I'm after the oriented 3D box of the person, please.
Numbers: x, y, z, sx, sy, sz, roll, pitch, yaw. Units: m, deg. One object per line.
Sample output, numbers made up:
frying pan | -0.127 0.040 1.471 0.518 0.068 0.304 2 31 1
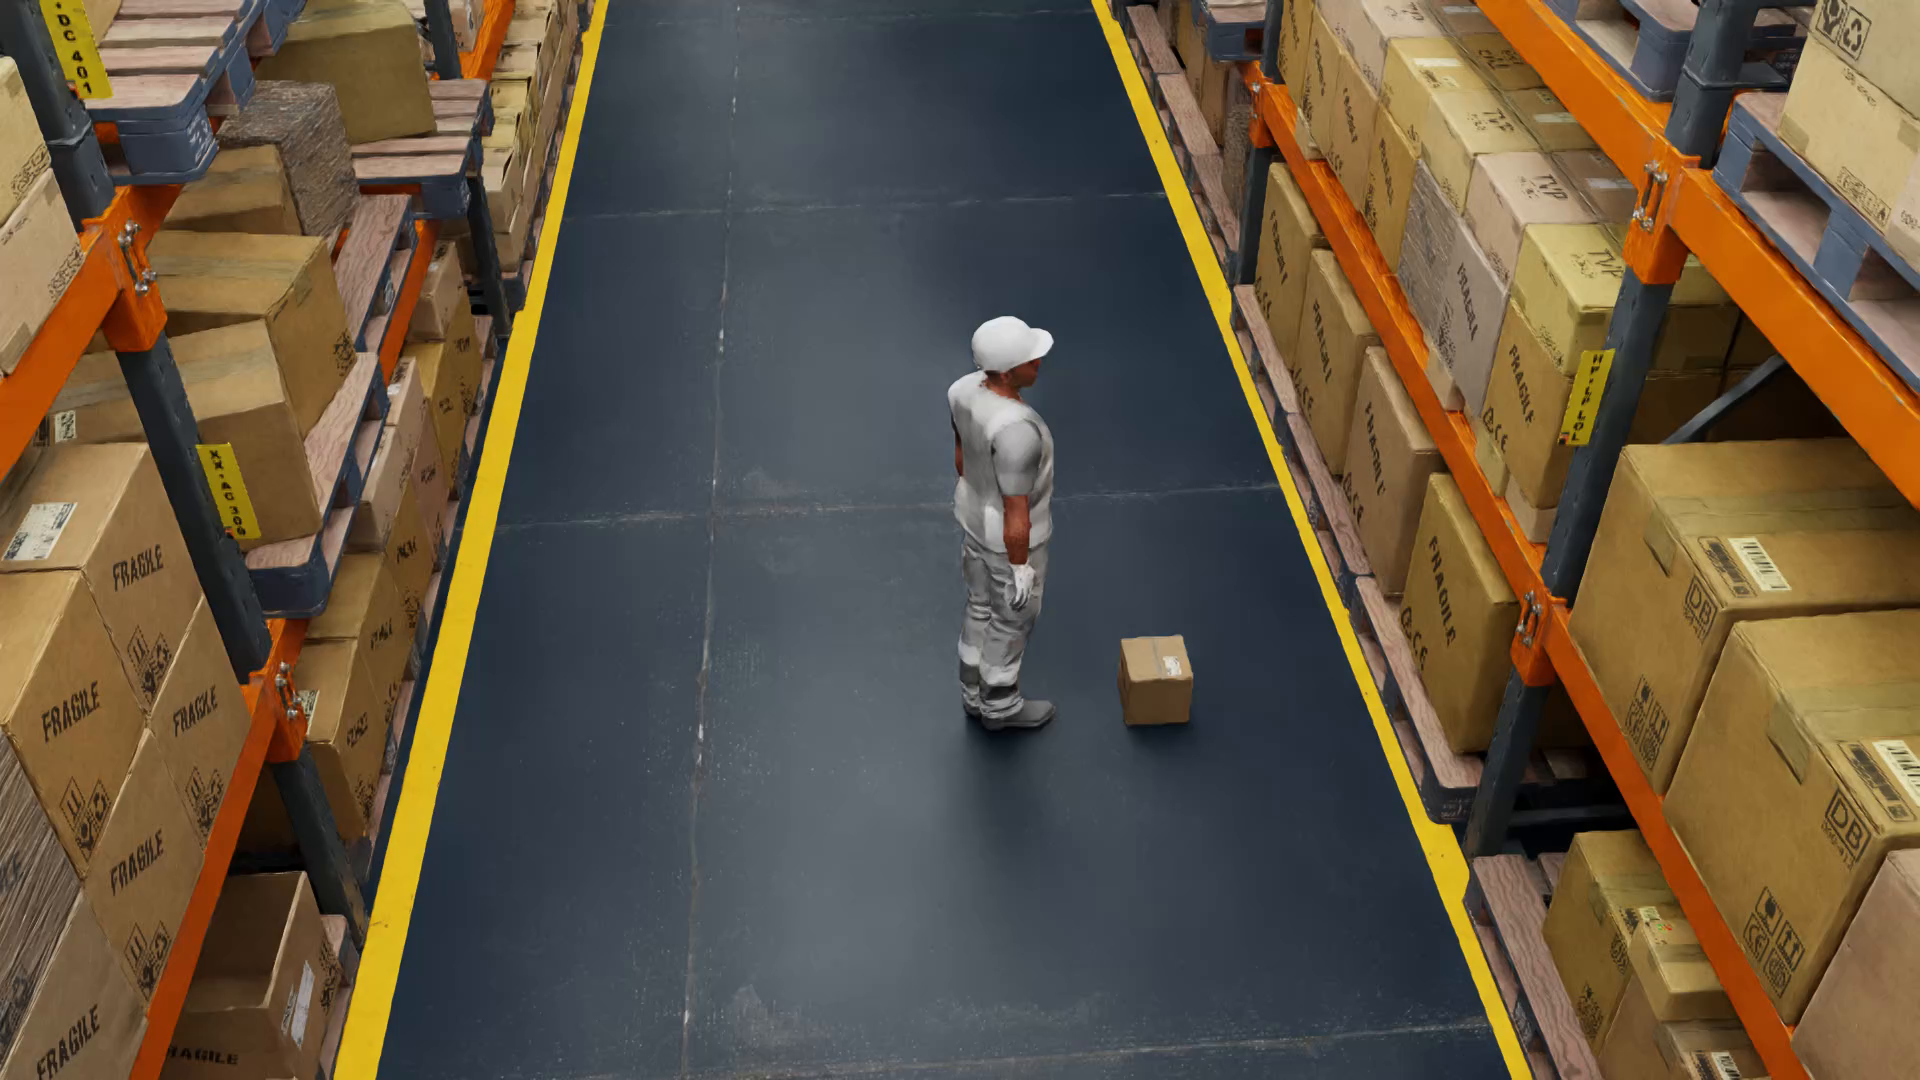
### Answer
person | 0.154 -0.057 6.173 0.329 1.792 0.655 -19 43 -22
